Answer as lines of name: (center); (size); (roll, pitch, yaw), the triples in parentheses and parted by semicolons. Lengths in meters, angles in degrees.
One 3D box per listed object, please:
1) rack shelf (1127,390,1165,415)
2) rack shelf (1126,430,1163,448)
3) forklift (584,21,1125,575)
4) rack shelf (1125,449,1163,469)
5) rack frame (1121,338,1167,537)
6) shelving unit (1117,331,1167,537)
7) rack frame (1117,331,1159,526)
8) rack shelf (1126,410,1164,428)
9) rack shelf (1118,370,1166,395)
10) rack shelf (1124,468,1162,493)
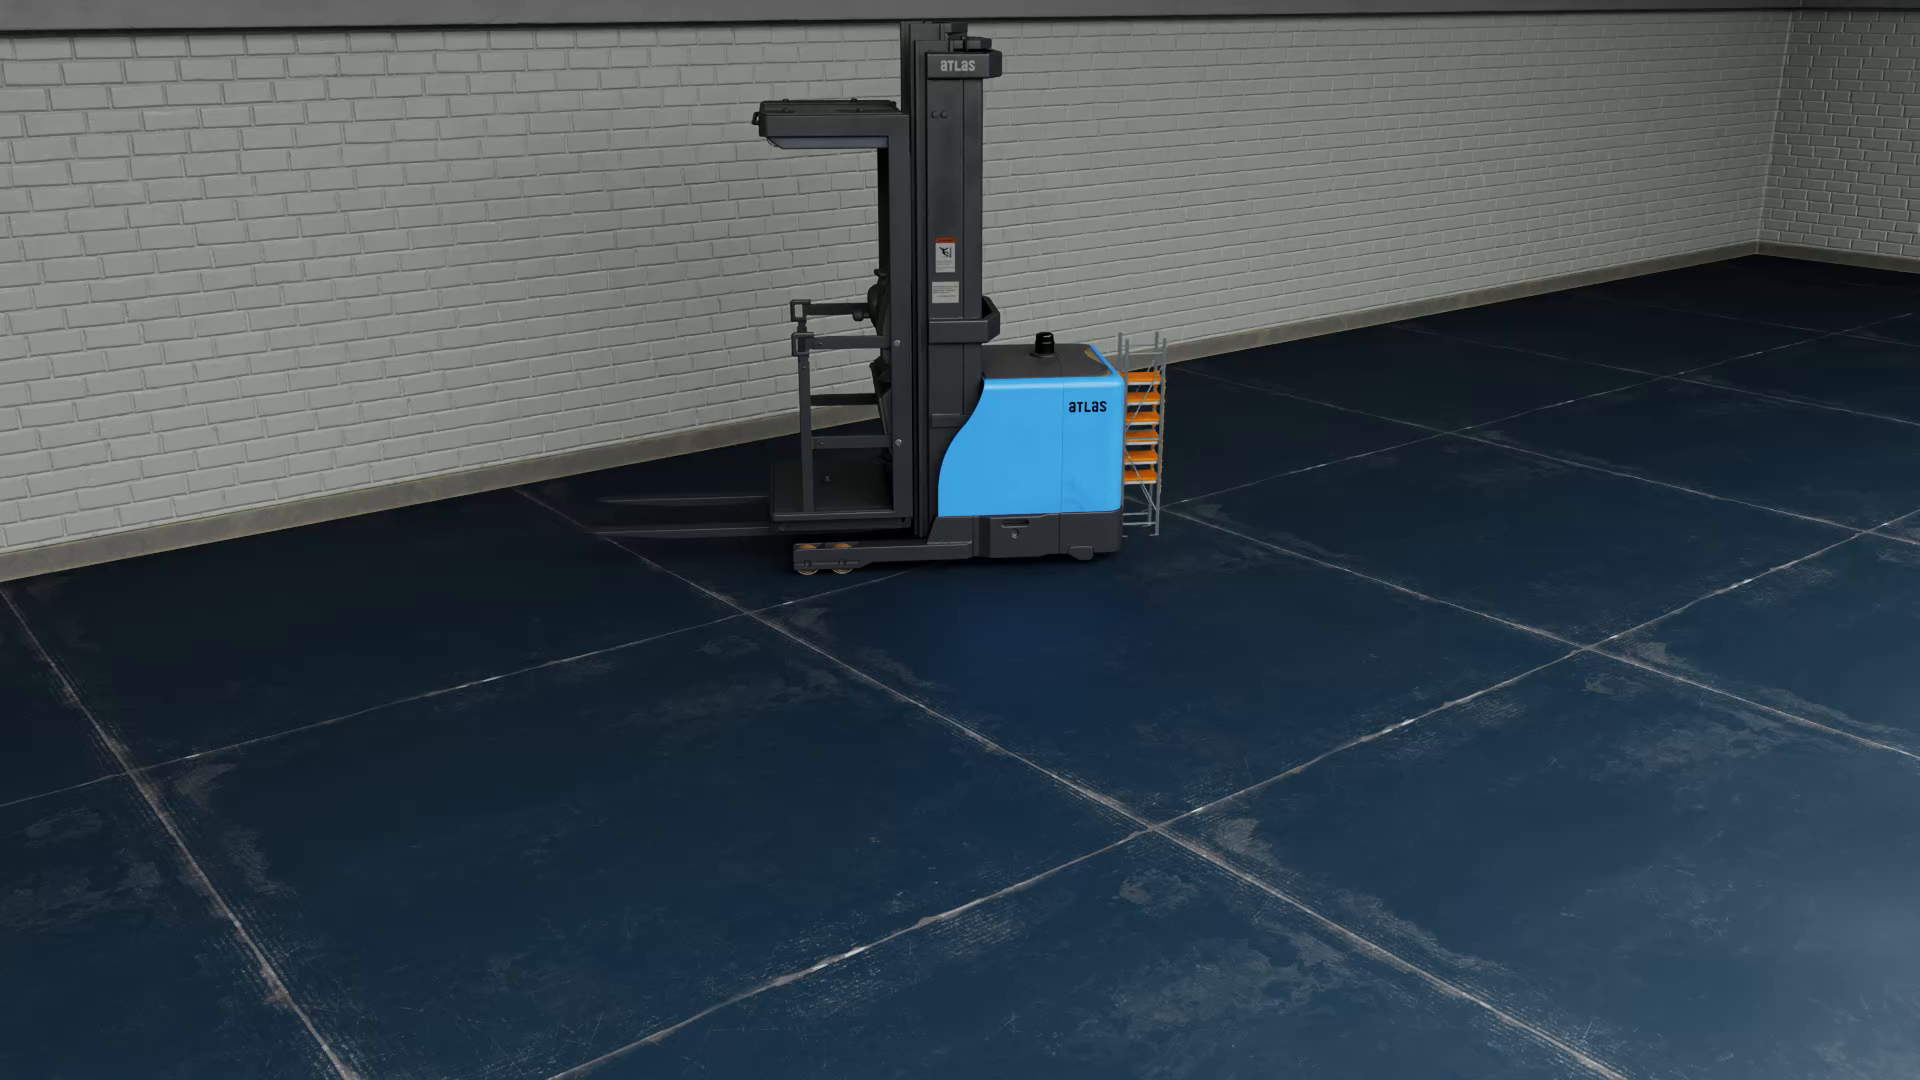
rack shelf: (1.055, -0.803, 9.752); (0.258, 0.103, 0.180); (-2, 19, -7)
rack shelf: (1.054, -0.576, 9.830); (0.258, 0.103, 0.180); (-2, 19, -7)
forklift: (-0.625, -1.371, 9.341); (3.031, 2.935, 1.130); (-2, 18, -6)
rack shelf: (1.054, -0.463, 9.869); (0.258, 0.103, 0.180); (-2, 19, -7)
rack frame: (1.067, -0.588, 9.730); (0.240, 1.200, 0.006); (-2, 19, -7)
shelving unit: (1.055, -0.618, 9.816); (0.258, 1.200, 0.189); (-2, 19, -7)
rack frame: (1.043, -0.648, 9.901); (0.240, 1.200, 0.006); (-2, 19, -7)
rack shelf: (1.055, -0.689, 9.791); (0.258, 0.103, 0.180); (-2, 19, -7)
rack shelf: (1.055, -0.916, 9.712); (0.258, 0.103, 0.180); (-2, 19, -7)
rack shelf: (1.054, -0.349, 9.909); (0.258, 0.103, 0.180); (-2, 19, -7)
